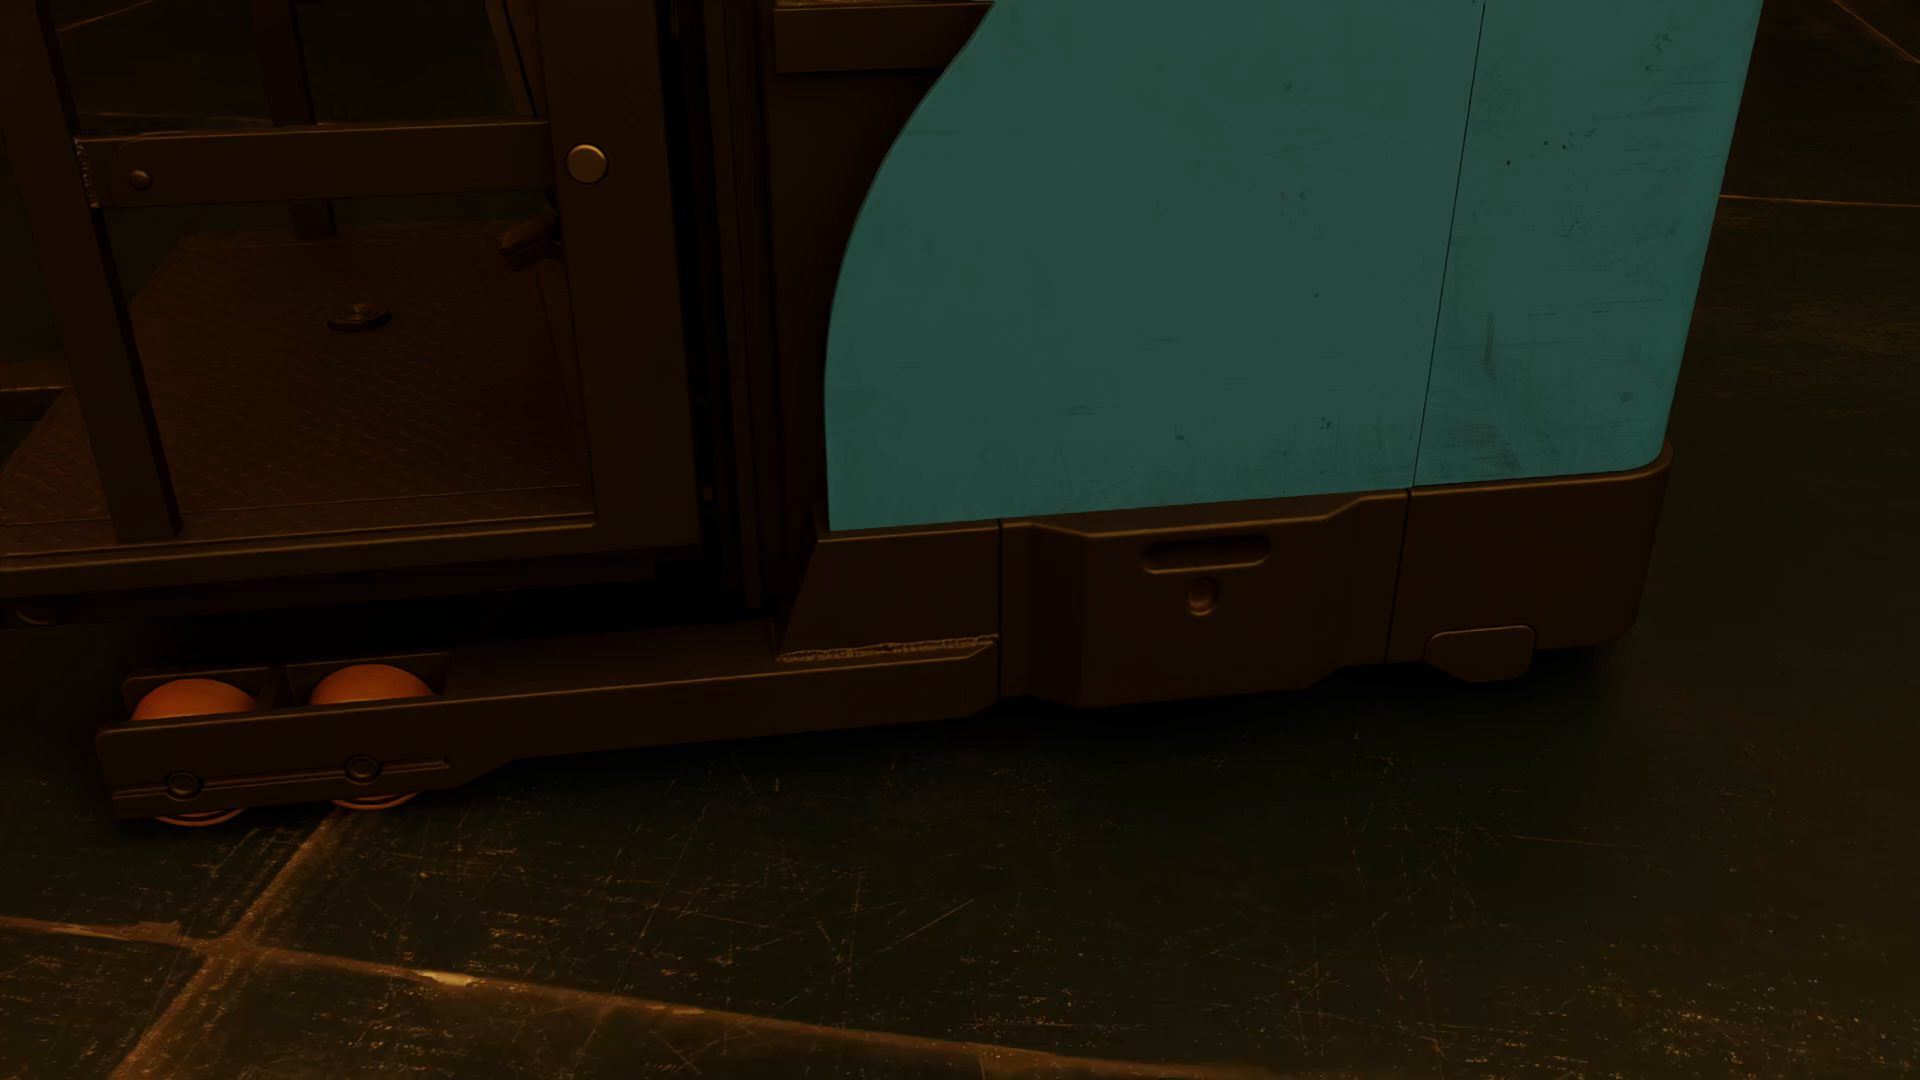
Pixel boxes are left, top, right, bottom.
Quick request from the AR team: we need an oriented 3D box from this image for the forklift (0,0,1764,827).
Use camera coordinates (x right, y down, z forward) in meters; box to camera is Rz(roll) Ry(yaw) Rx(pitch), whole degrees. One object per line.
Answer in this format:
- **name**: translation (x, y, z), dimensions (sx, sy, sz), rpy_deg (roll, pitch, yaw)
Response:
- **forklift**: translation (-0.675, -1.229, 1.694), dimensions (3.031, 2.935, 1.130), rpy_deg (-4, 29, -8)
